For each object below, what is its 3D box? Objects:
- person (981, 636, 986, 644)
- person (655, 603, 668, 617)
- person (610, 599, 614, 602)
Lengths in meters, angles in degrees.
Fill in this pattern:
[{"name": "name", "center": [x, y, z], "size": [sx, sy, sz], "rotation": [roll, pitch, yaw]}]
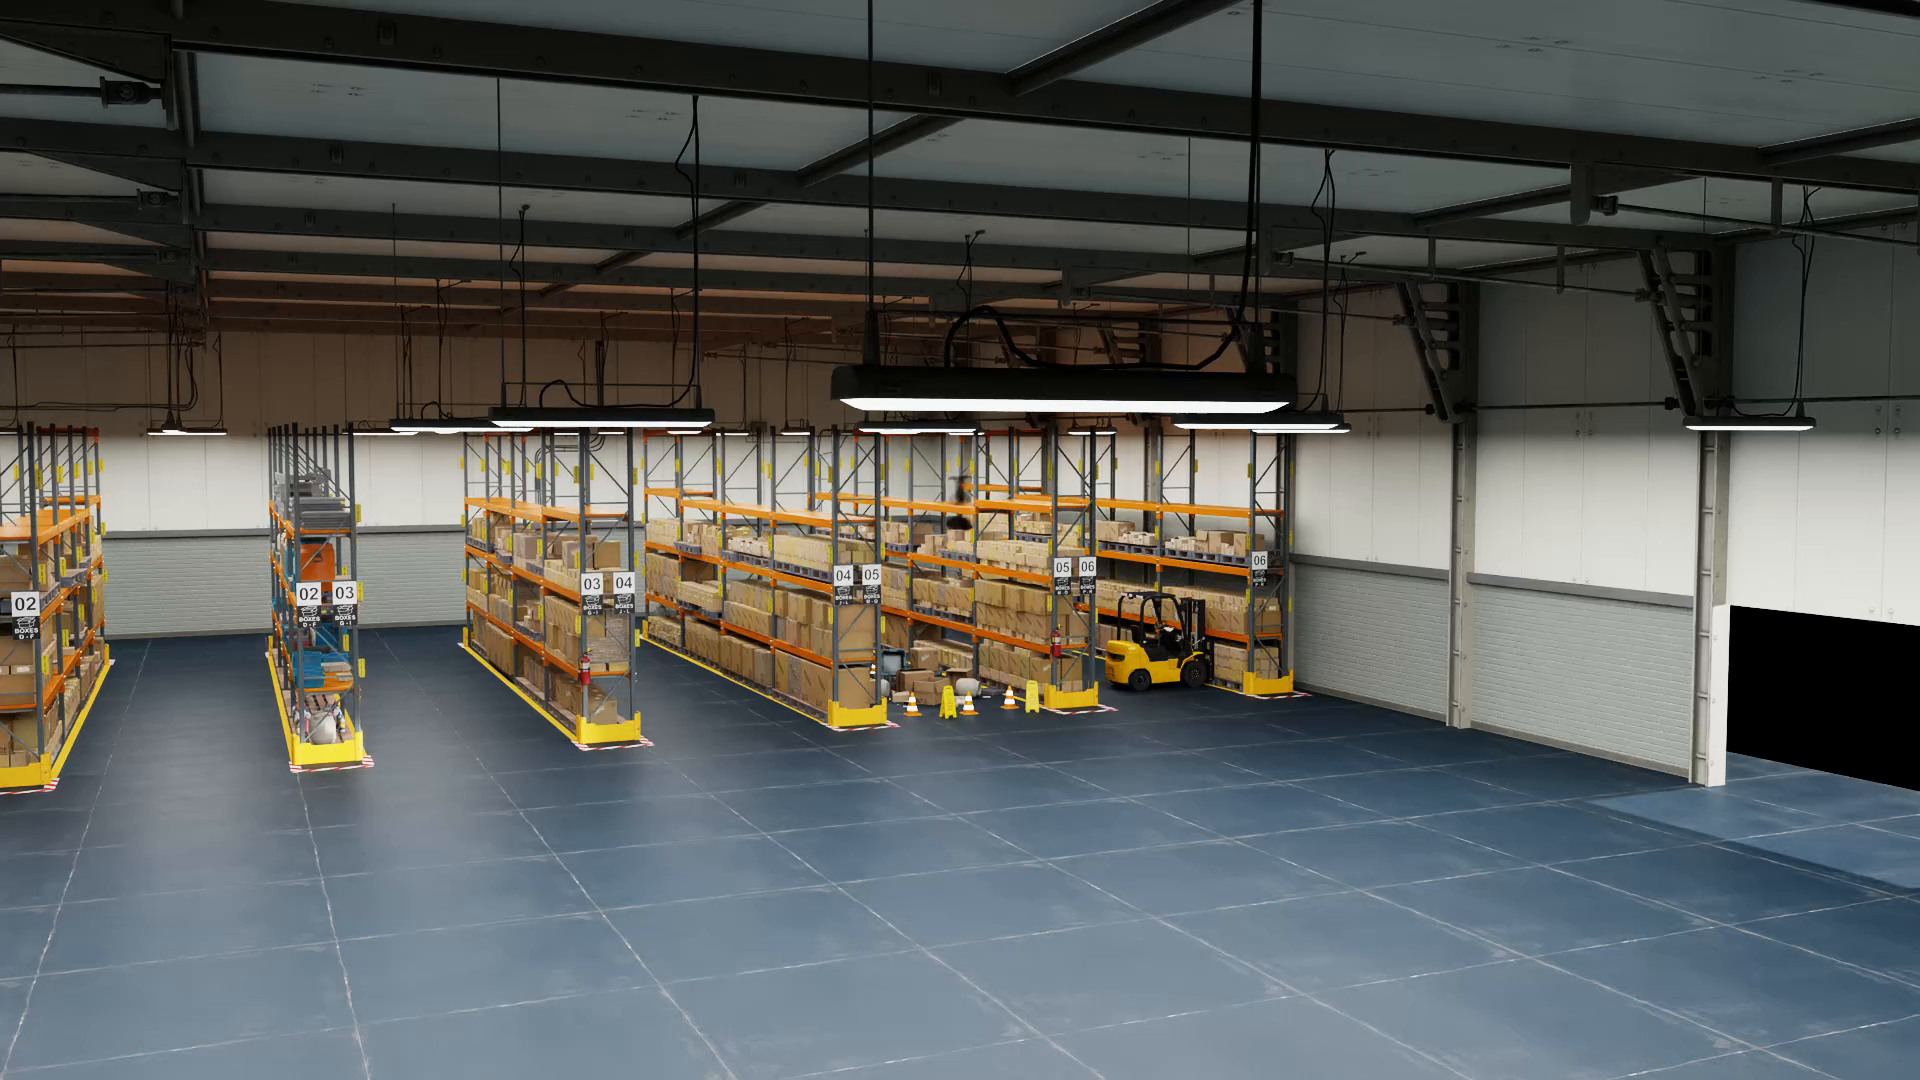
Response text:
[{"name": "person", "center": [0.750, 2.200, 44.263], "size": [0.537, 1.586, 0.881], "rotation": [-2, 4, -35]}, {"name": "person", "center": [-8.782, 1.905, 48.942], "size": [0.635, 1.686, 0.590], "rotation": [-2, 4, -28]}, {"name": "person", "center": [-9.214, 2.103, 45.254], "size": [0.714, 1.730, 0.661], "rotation": [-1, 4, -16]}]
